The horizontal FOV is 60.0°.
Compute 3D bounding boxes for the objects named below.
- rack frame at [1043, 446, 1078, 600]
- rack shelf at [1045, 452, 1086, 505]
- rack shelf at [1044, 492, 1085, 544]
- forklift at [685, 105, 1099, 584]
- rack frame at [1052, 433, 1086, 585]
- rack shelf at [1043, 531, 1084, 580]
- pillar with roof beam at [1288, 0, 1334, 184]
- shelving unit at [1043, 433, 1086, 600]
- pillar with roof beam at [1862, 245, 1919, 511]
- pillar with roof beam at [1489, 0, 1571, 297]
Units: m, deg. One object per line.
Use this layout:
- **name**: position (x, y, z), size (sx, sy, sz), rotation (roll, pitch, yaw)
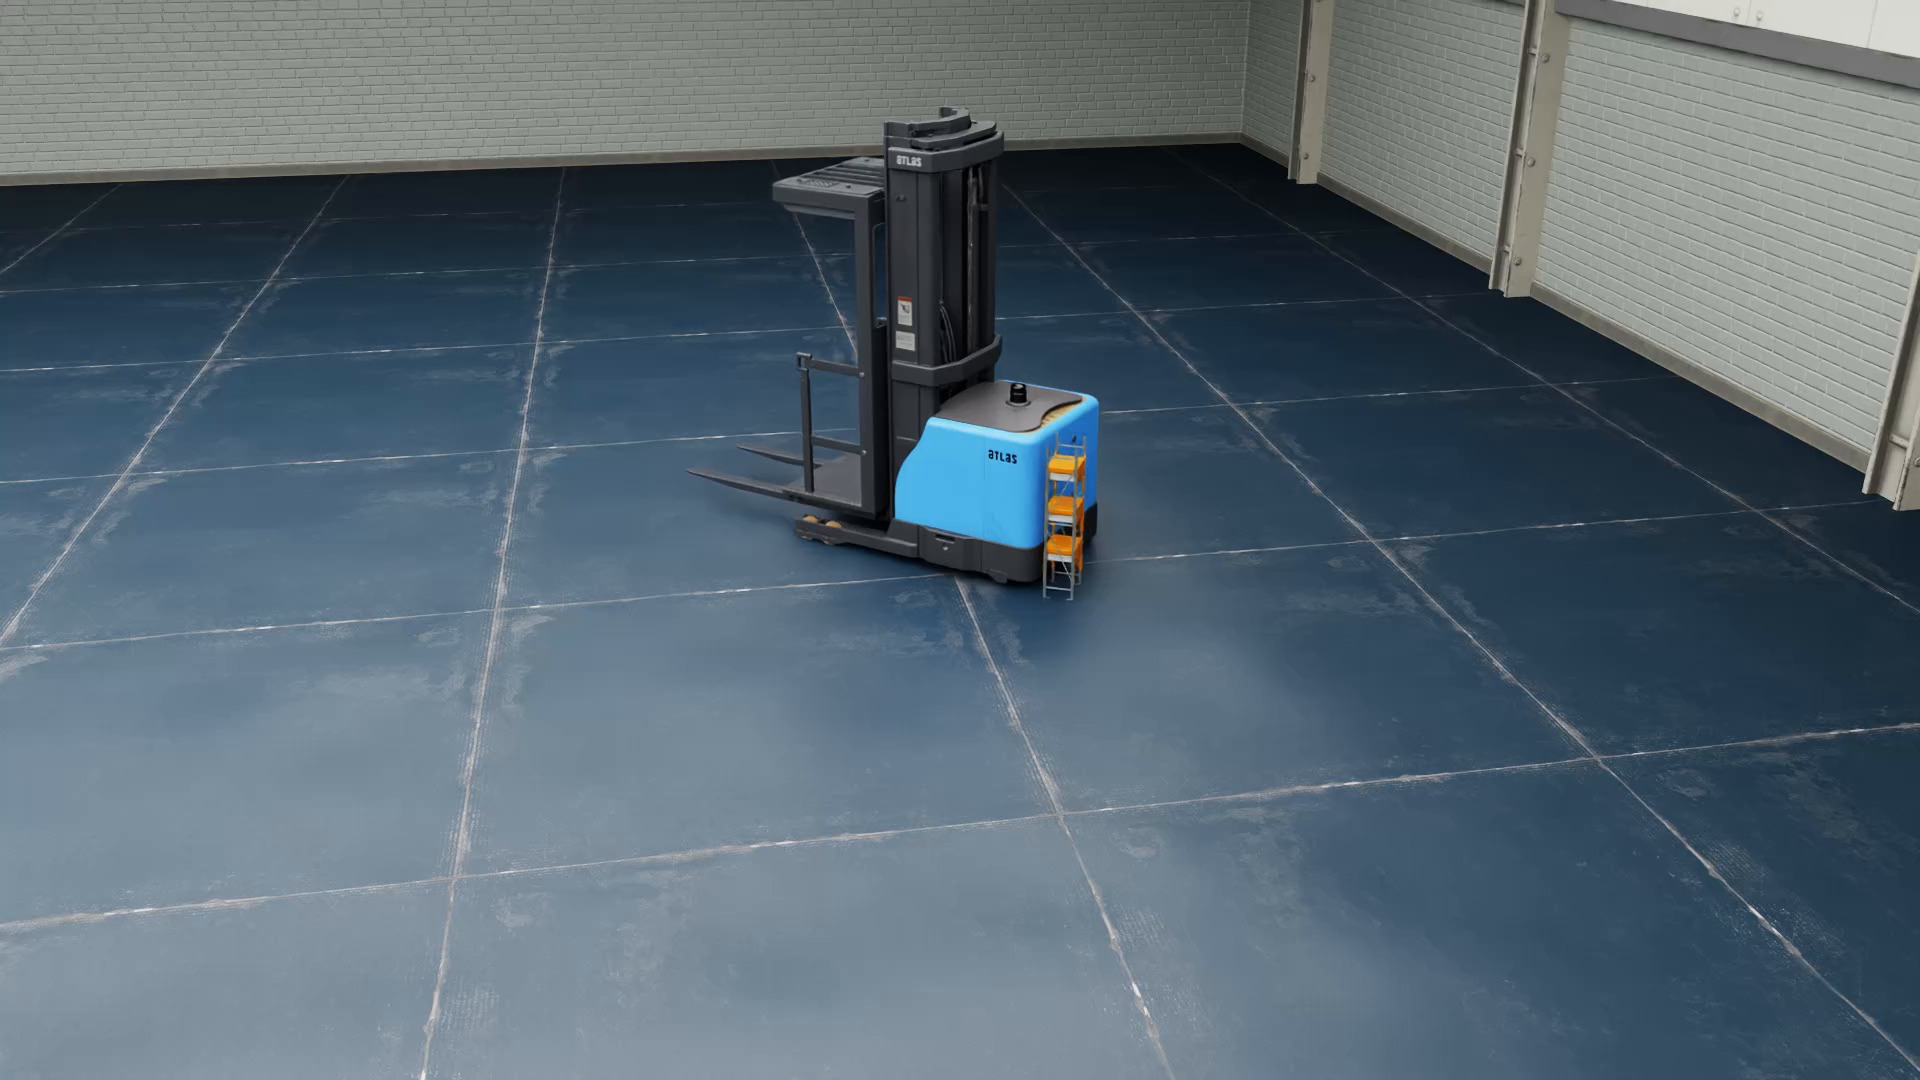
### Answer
- **rack frame**: position (0.643, -0.099, 10.664), size (0.200, 1.050, 0.008), rotation (7, 24, 15)
- **rack shelf**: position (0.677, -0.396, 10.662), size (0.215, 0.259, 0.240), rotation (7, 24, 15)
- **rack shelf**: position (0.677, -0.136, 10.776), size (0.215, 0.259, 0.240), rotation (7, 24, 15)
- **forklift**: position (-0.575, -1.472, 11.458), size (3.031, 2.935, 1.130), rotation (13, 27, 28)
- **rack frame**: position (0.710, -0.193, 10.879), size (0.200, 1.050, 0.008), rotation (7, 24, 15)
- **rack shelf**: position (0.676, 0.119, 10.887), size (0.215, 0.259, 0.240), rotation (7, 24, 15)
- **pillar with roof beam**: position (0.566, -8.829, 20.723), size (9.100, 9.000, 0.400), rotation (-4, 24, -10)
- **shelving unit**: position (0.677, -0.146, 10.771), size (0.215, 1.050, 0.252), rotation (7, 24, 15)
- **pillar with roof beam**: position (2.785, -4.109, 9.916), size (9.100, 9.000, 0.400), rotation (-4, 24, -10)
- **pillar with roof beam**: position (1.676, -6.469, 15.319), size (9.100, 9.000, 0.400), rotation (-4, 24, -10)
